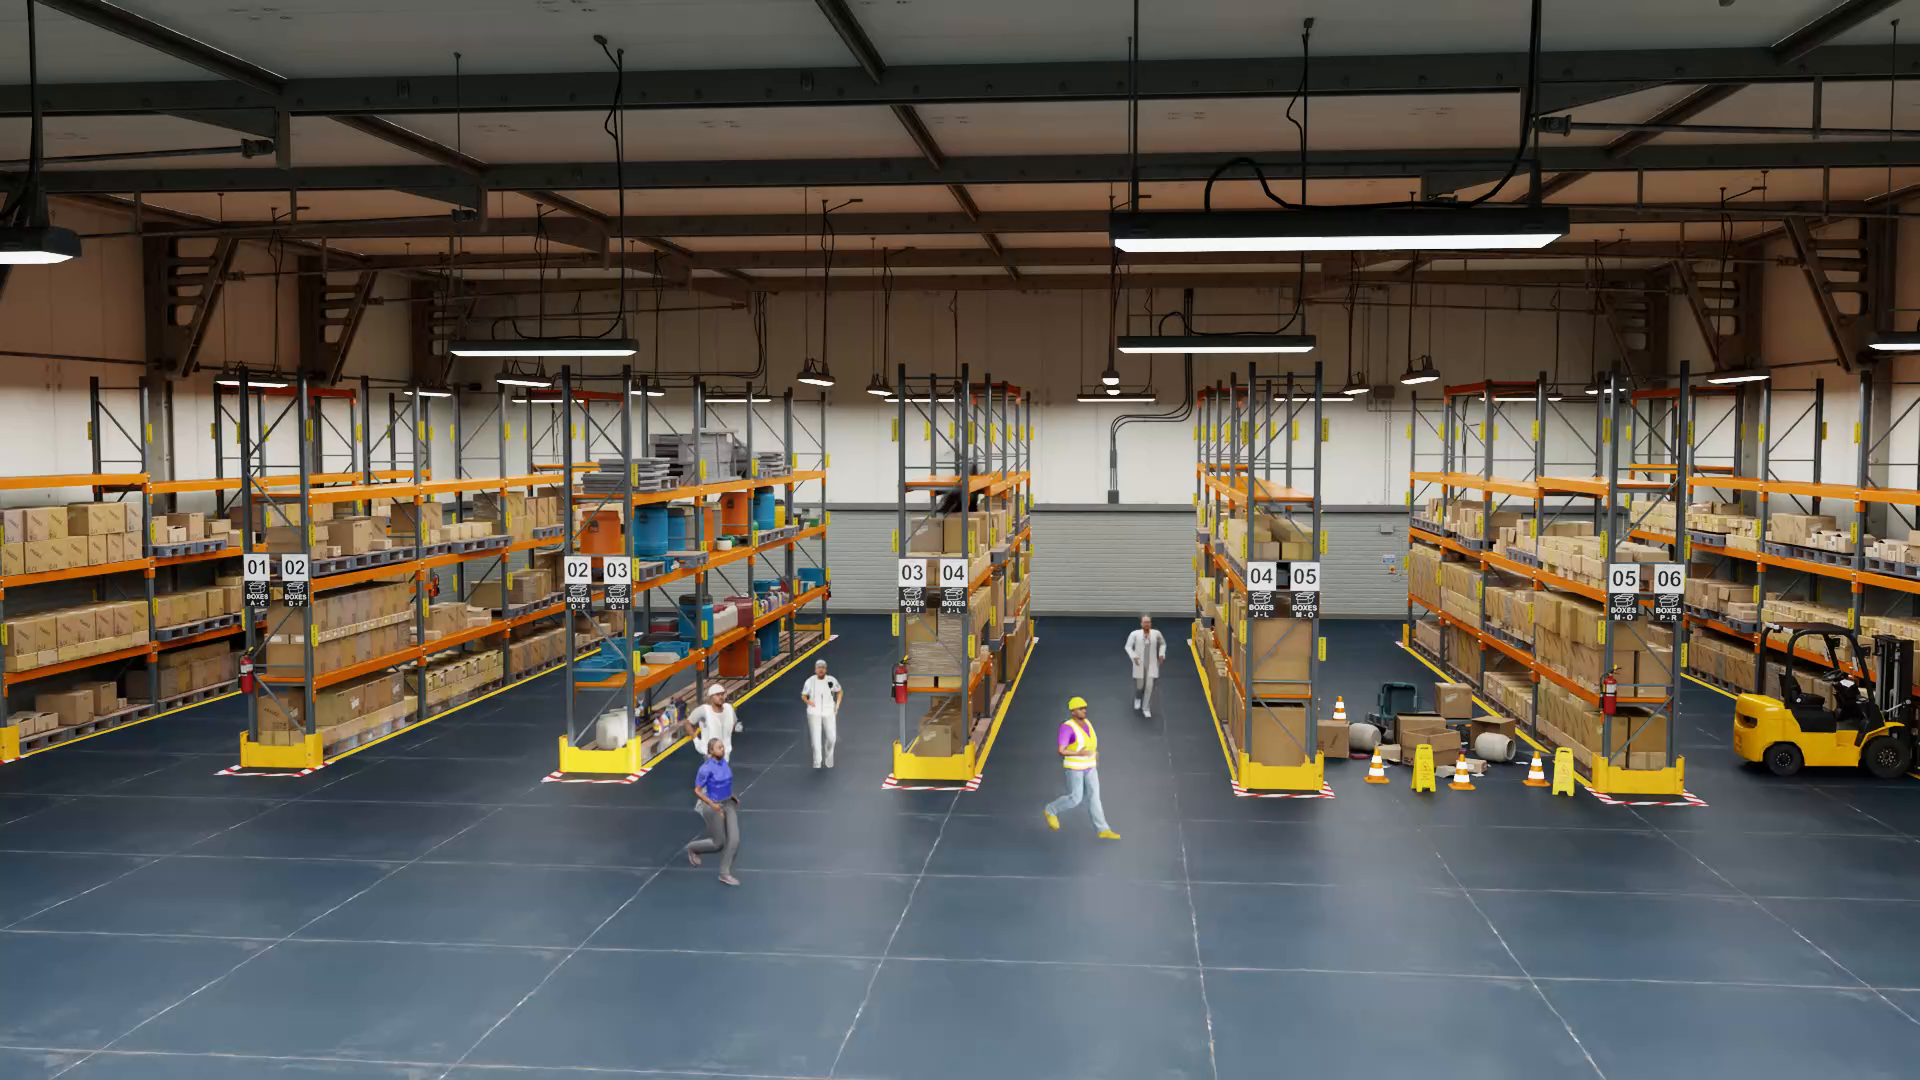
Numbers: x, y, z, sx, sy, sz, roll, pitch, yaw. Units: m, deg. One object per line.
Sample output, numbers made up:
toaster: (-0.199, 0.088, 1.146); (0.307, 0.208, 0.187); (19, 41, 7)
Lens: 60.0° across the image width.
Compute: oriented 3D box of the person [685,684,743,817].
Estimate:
person: (-3.107, 2.757, 21.309); (0.772, 1.852, 0.646); (3, 5, 40)

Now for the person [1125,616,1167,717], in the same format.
person: (3.314, 2.232, 29.613); (0.738, 1.765, 0.770); (0, 4, 1)

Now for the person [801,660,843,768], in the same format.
person: (-2.037, 2.594, 24.646); (0.618, 1.630, 0.535); (0, 4, -7)

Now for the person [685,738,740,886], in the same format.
person: (-2.733, 3.017, 18.597); (0.698, 1.628, 0.587); (2, 4, 33)

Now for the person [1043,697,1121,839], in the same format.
person: (1.510, 2.786, 20.415); (1.098, 1.713, 0.717); (4, 5, 45)
